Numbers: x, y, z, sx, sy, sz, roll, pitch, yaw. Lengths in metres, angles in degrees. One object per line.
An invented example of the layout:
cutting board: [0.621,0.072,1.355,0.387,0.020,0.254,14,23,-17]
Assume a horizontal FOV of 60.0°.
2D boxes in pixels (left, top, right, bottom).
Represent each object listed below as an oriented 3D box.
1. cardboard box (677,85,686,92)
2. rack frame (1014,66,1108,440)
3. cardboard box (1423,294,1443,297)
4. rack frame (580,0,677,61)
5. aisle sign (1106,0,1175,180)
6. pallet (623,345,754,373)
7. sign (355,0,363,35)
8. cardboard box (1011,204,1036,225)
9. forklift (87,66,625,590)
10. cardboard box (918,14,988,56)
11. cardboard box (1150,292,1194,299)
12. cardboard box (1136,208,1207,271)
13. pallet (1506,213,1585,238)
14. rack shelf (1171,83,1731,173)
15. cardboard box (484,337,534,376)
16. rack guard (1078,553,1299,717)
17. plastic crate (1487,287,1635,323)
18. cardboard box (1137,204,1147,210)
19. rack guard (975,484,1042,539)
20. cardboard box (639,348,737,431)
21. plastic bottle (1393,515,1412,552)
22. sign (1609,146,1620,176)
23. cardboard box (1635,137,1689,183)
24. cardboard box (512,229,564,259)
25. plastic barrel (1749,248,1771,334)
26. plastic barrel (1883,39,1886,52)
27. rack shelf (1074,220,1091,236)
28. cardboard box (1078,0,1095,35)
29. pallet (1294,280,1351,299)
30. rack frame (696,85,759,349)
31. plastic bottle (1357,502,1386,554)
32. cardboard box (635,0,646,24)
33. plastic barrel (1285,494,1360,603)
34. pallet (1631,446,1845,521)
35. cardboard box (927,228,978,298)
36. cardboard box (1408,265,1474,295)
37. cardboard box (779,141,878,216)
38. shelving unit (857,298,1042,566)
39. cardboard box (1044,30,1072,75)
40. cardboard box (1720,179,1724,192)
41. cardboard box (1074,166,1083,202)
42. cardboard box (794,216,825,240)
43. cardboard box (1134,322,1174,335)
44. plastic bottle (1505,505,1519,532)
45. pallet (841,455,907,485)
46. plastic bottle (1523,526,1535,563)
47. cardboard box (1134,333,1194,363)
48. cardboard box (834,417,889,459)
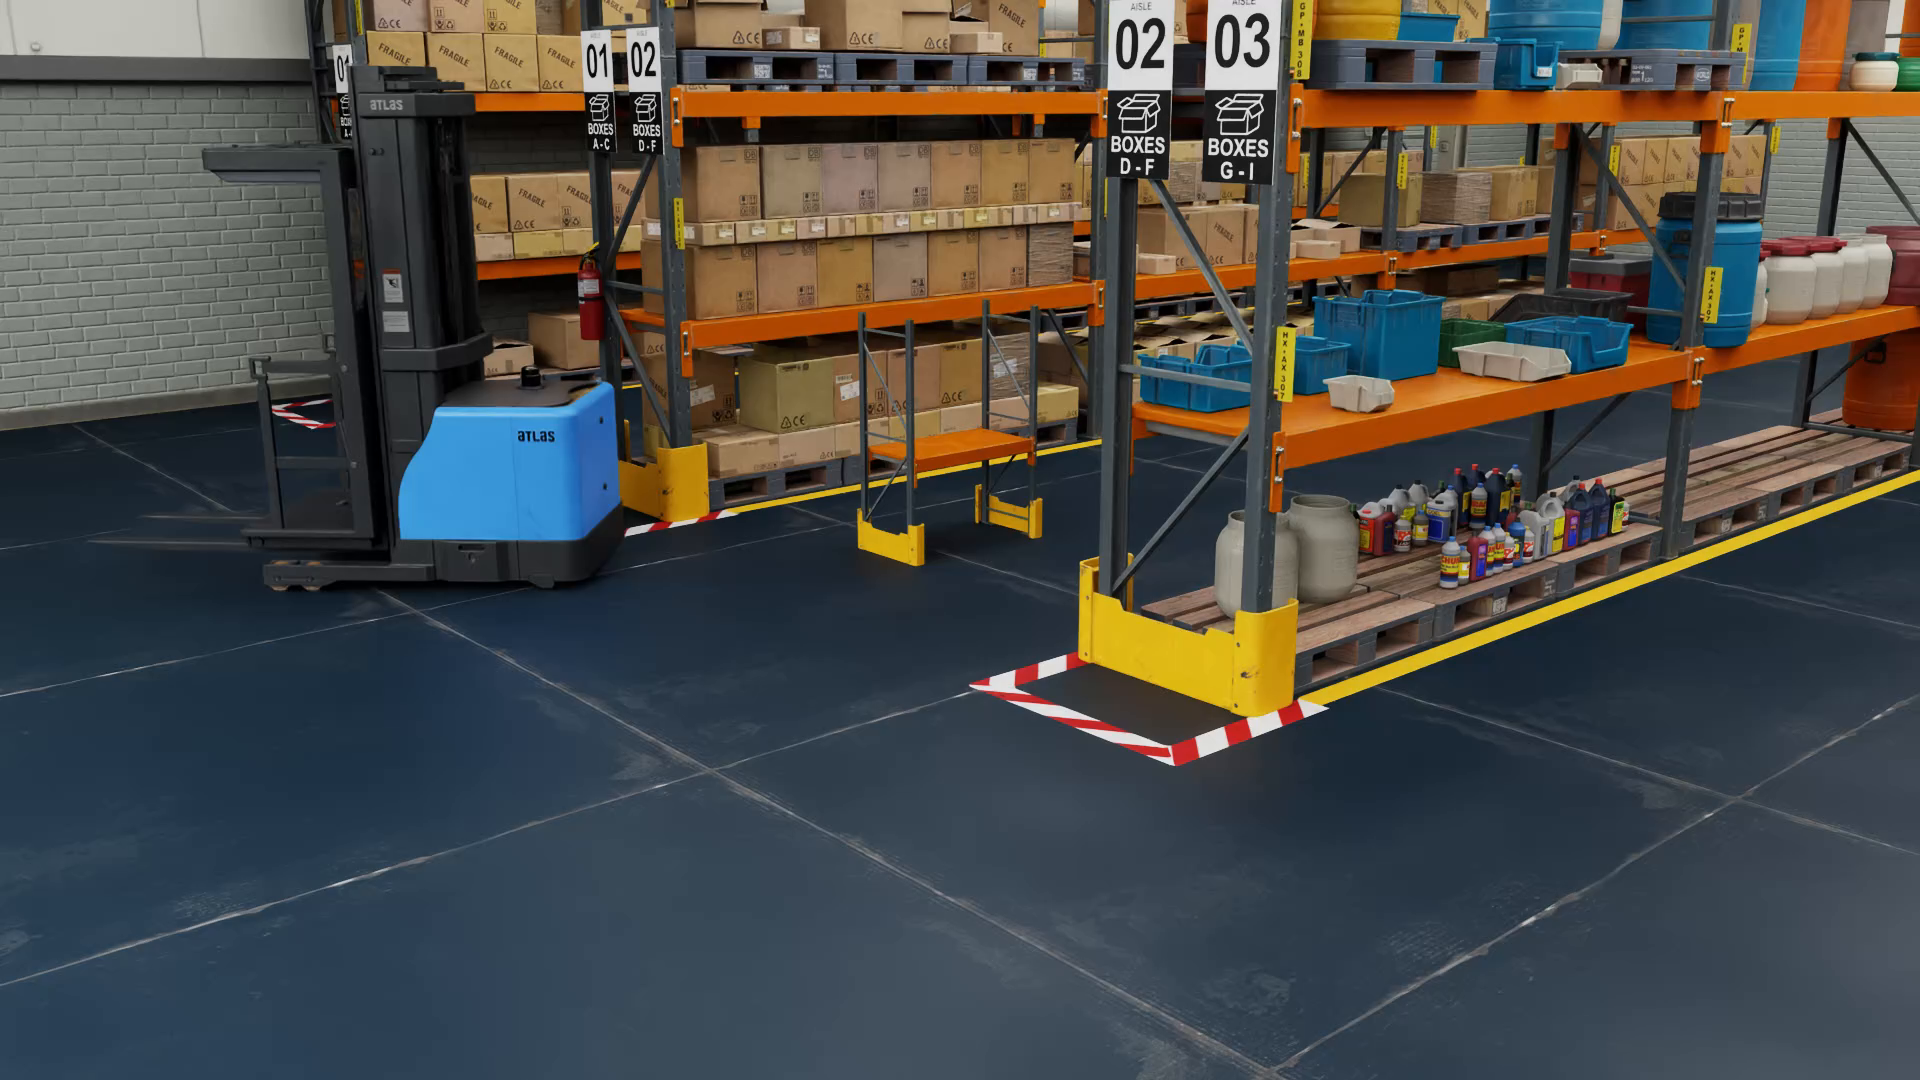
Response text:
cardboard box: [-3.030,-4.640,16.265,0.500,0.500,0.500,14,20,42]
rack frame: [0.833,-2.386,13.872,0.127,3.000,1.000,-13,19,-39]
cardboard box: [4.793,-2.361,17.766,0.500,0.500,0.500,-14,20,-41]
rack frame: [-2.184,-4.607,10.561,0.127,3.000,1.000,-13,19,-39]
aisle sign: [0.815,-2.045,7.558,0.004,0.787,0.394,-13,19,-39]
pallet: [-2.905,-1.882,17.388,1.213,0.211,1.003,-13,19,-39]
sign: [-5.083,-4.438,14.048,0.005,0.325,0.100,-13,19,-39]
cardboard box: [0.385,-2.574,13.123,0.250,0.149,0.380,-13,20,-41]
forklift: [-3.647,-1.259,9.782,3.031,2.935,1.130,1,15,2]
cardboard box: [-0.127,-3.938,12.954,0.500,0.311,0.500,-14,20,-42]
cardboard box: [2.540,-3.583,21.704,0.750,0.750,0.750,-12,19,-38]
cardboard box: [1.821,-2.651,14.668,0.500,0.500,0.500,-11,18,-35]
pallet: [6.194,-3.535,18.543,1.213,0.211,1.003,-13,19,-39]
rack shelf: [2.573,-2.184,8.696,4.000,0.370,1.077,-13,19,-39]
cardboard box: [-4.428,-1.782,15.968,0.500,0.311,0.500,-11,18,-35]
rack guard: [1.091,0.442,8.127,0.348,0.500,1.175,-13,19,-39]
plastic crate: [3.603,-1.328,10.028,0.504,0.338,0.767,-13,19,-39]
cardboard box: [2.146,-4.189,21.067,0.250,0.149,0.380,-13,19,-39]
rack guard: [0.318,-0.192,10.985,0.087,0.250,0.587,-13,19,-39]
cardboard box: [-1.975,-1.094,12.096,0.500,0.500,0.500,-13,19,-39]
plastic bottle: [2.571,-0.041,9.660,0.097,0.201,0.097,0,15,0]
sign: [7.235,-4.194,18.394,0.005,0.325,0.100,-13,19,-39]
cardboard box: [8.185,-4.473,19.550,0.500,0.500,0.500,-13,20,-41]
cardboard box: [-4.092,-2.806,15.696,0.500,0.250,0.500,-13,20,-40]
plastic barrel: [4.947,-1.606,10.688,0.433,0.535,0.433,0,15,0]
plastic barrel: [6.664,-3.609,12.421,0.421,0.512,0.421,0,15,0]
rack shelf: [2.105,-4.019,21.378,4.000,0.370,1.077,-13,19,-39]
cardboard box: [1.324,-4.425,13.715,0.500,0.500,0.500,-12,19,-39]
pallet: [5.159,-3.679,24.116,1.213,0.211,1.003,-13,19,-39]
rack frame: [-2.422,-3.350,17.480,0.127,3.000,1.000,-13,19,-39]
plastic bottle: [2.370,-0.074,9.641,0.135,0.276,0.152,-12,19,-39]
cardboard box: [-3.030,-5.107,16.075,0.500,0.500,0.500,-11,19,-36]
plastic barrel: [1.889,0.044,8.780,0.421,0.512,0.421,0,15,0]
pallet: [5.570,-0.423,11.923,1.213,0.211,1.003,-13,19,-39]
cardboard box: [-0.272,-2.183,12.918,0.500,0.500,0.700,-12,19,-39]
cardboard box: [5.211,-2.820,18.032,0.500,0.250,0.500,-13,20,-40]
cardboard box: [-1.011,-2.645,12.133,0.500,0.500,0.700,-13,19,-39]
shelving unit: [-0.058,-0.712,10.508,1.083,1.500,0.587,-13,19,-39]
cardboard box: [0.917,-5.830,19.903,0.700,0.500,0.500,14,21,43]
cardboard box: [8.957,-4.167,20.343,0.500,0.500,0.500,-12,19,-39]
cardboard box: [1.130,-4.262,20.084,0.500,0.500,0.500,-12,19,-38]
cardboard box: [-1.169,-2.225,11.815,0.250,0.149,0.380,-13,20,-40]
cardboard box: [1.717,-1.830,15.215,0.500,0.311,0.500,-13,20,-40]
plastic bottle: [3.201,-0.063,9.585,0.133,0.283,0.061,-13,19,-39]
pallet: [-0.715,-0.705,12.980,1.213,0.211,1.003,-13,19,-39]
plastic bottle: [3.200,0.022,9.423,0.097,0.201,0.097,0,15,0]
cardboard box: [1.689,-1.637,14.494,0.500,0.311,0.500,-13,20,-40]
cardboard box: [-0.882,-0.801,12.450,0.500,0.250,0.500,-13,19,-39]
